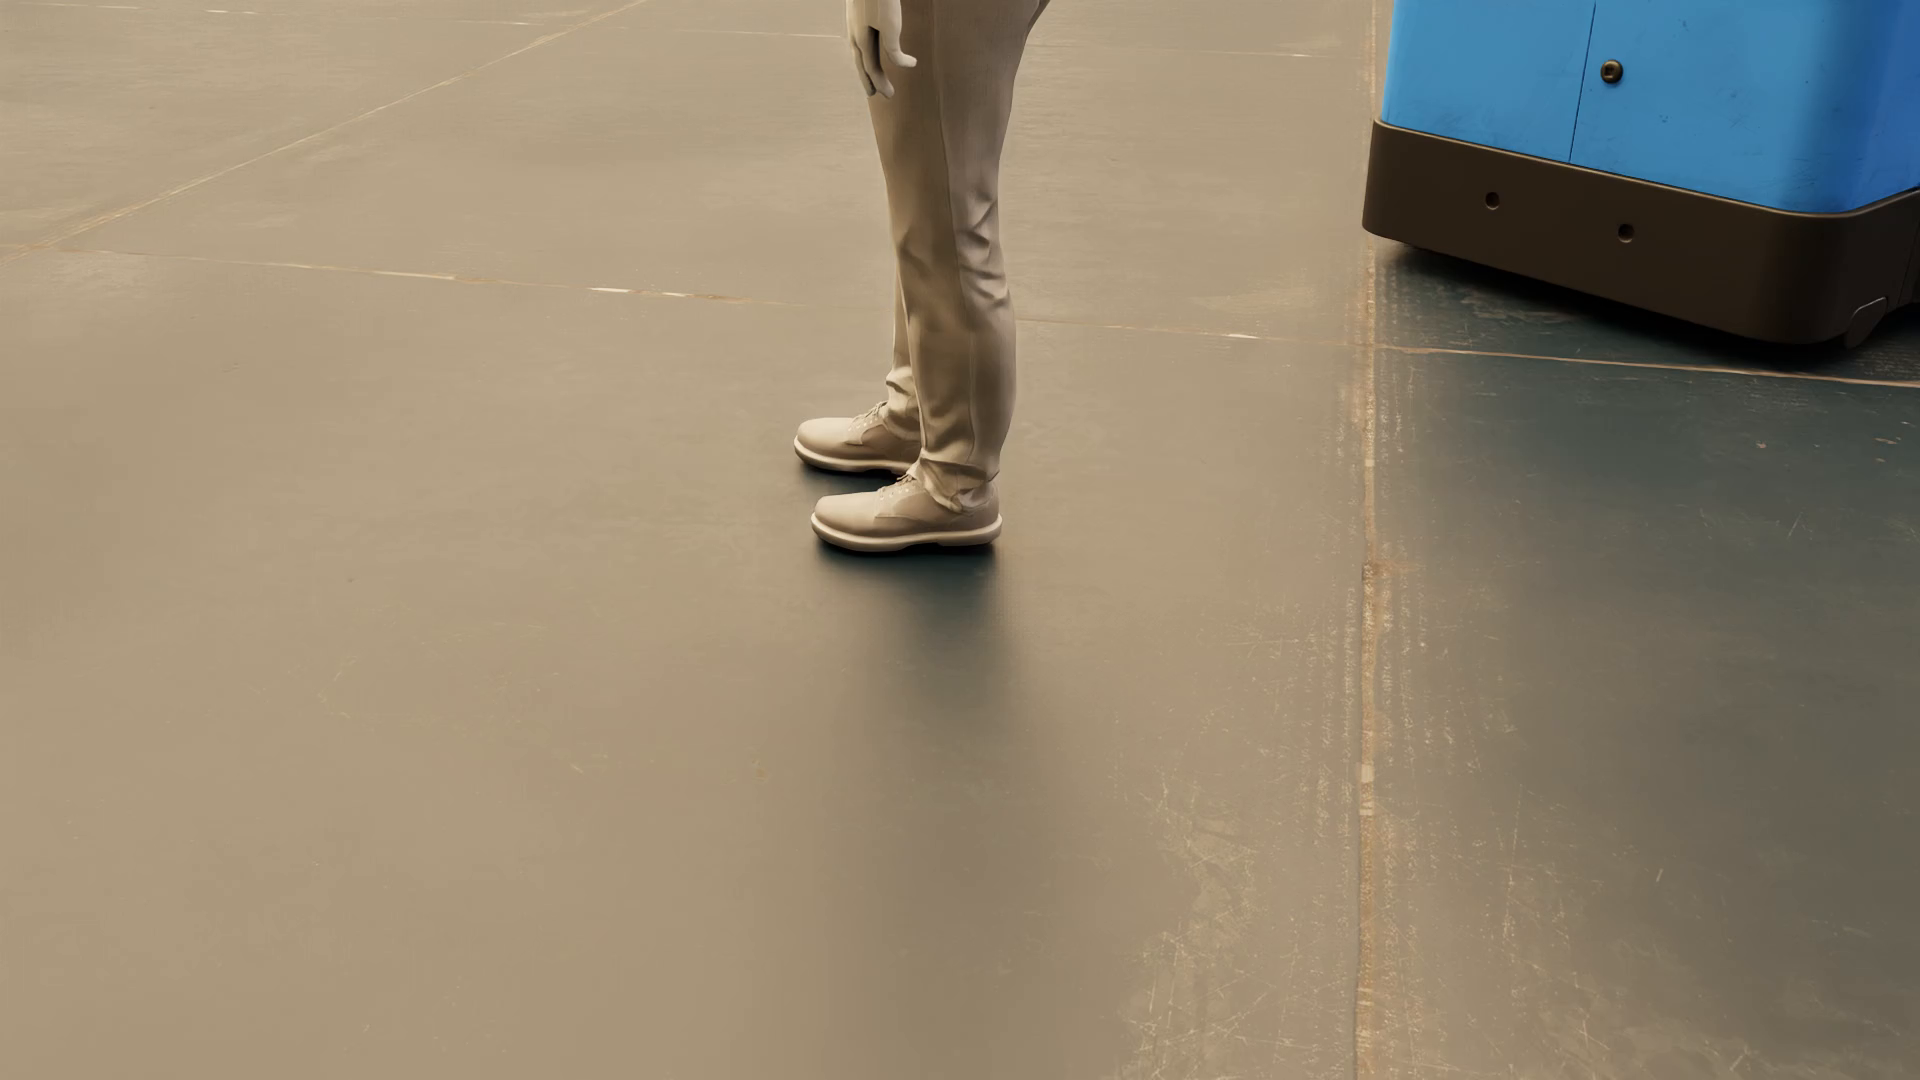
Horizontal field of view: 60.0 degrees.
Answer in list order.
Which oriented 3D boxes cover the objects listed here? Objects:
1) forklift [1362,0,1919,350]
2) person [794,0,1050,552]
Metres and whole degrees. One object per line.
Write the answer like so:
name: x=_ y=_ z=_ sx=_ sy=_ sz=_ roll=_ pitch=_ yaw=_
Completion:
forklift: x=2.364 y=-2.197 z=3.601 sx=3.031 sy=2.935 sz=1.130 roll=-20 pitch=33 yaw=-34
person: x=-0.065 y=-0.772 z=2.134 sx=0.531 sy=1.695 sz=0.587 roll=6 pitch=27 yaw=11
